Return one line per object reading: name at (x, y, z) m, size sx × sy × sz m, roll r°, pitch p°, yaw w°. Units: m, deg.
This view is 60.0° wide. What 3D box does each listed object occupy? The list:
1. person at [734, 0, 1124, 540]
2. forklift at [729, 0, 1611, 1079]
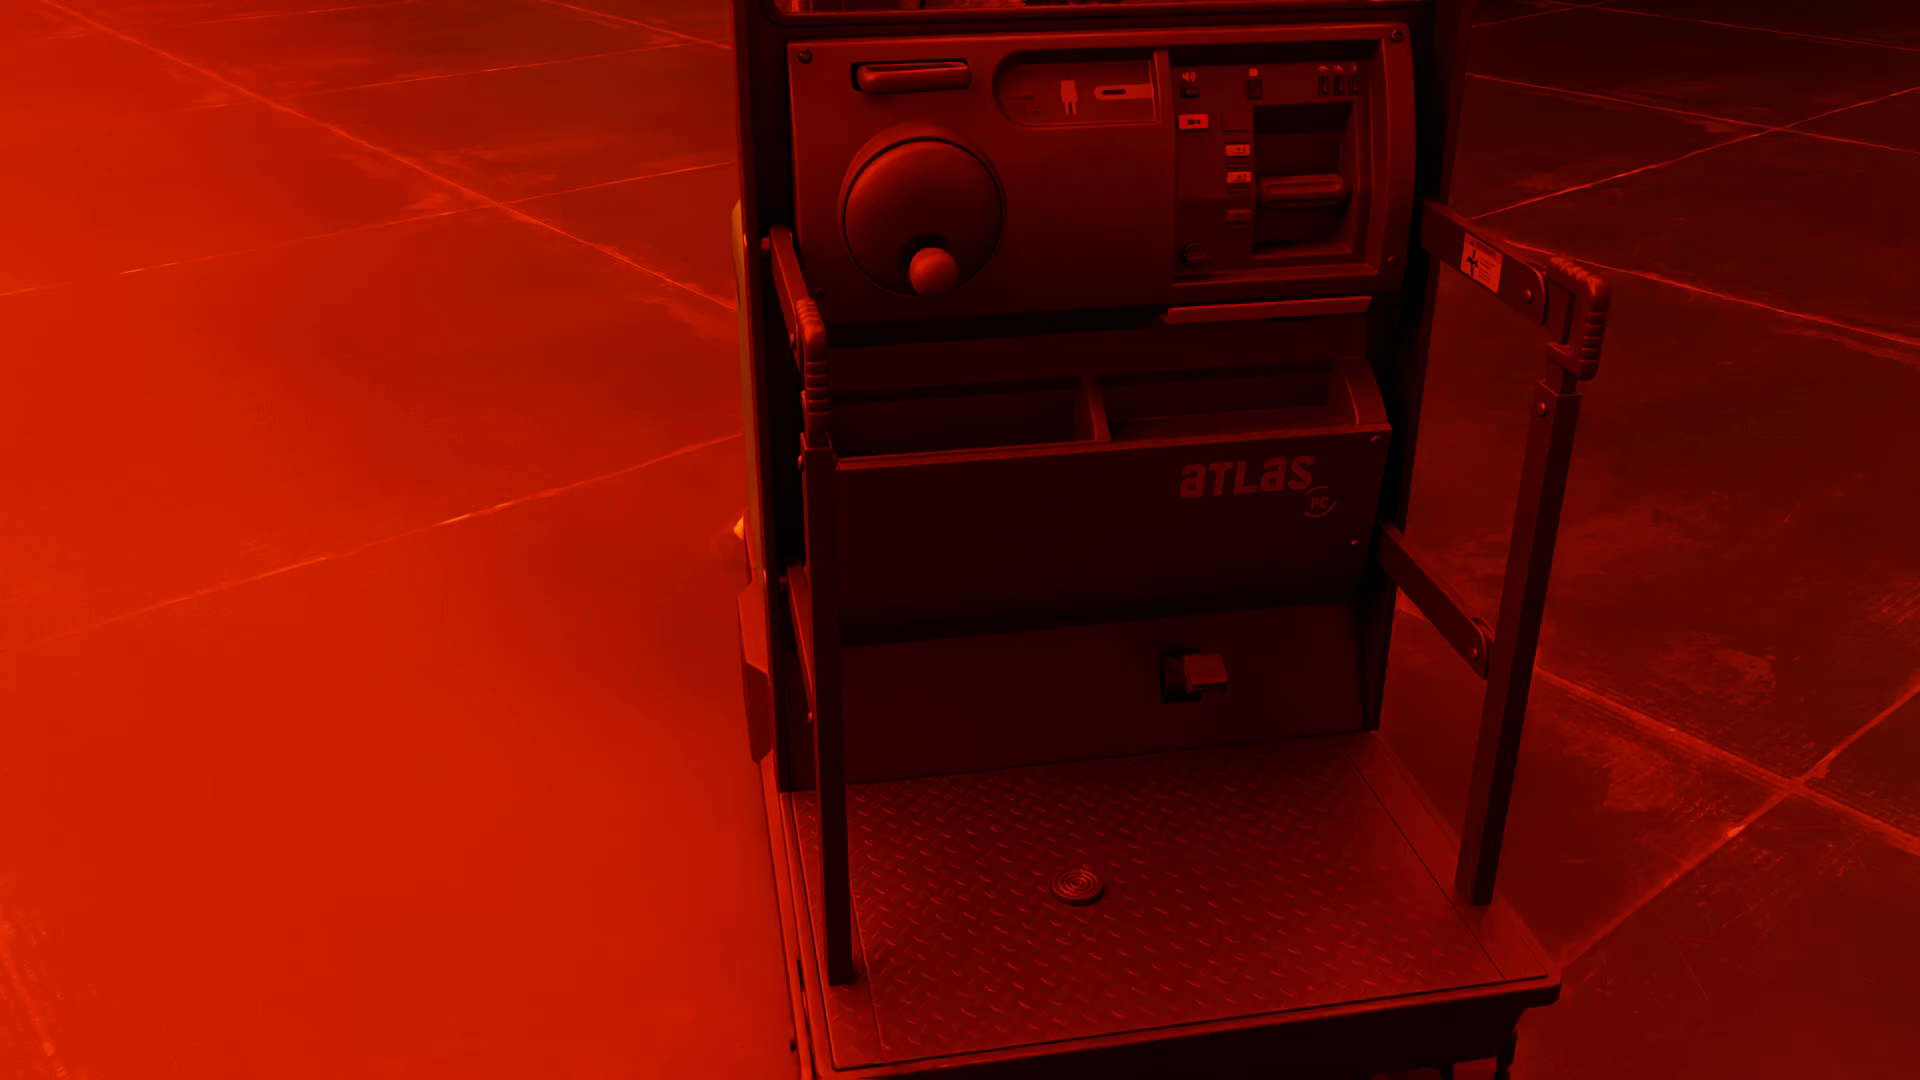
person at (0.142, -0.670, 4.183) m, size 1.490 × 1.526 × 0.861 m, roll -9°, pitch 28°, yaw -17°
forklift at (0.260, -0.516, 2.243) m, size 1.130 × 2.935 × 3.031 m, roll -5°, pitch 27°, yaw -9°
